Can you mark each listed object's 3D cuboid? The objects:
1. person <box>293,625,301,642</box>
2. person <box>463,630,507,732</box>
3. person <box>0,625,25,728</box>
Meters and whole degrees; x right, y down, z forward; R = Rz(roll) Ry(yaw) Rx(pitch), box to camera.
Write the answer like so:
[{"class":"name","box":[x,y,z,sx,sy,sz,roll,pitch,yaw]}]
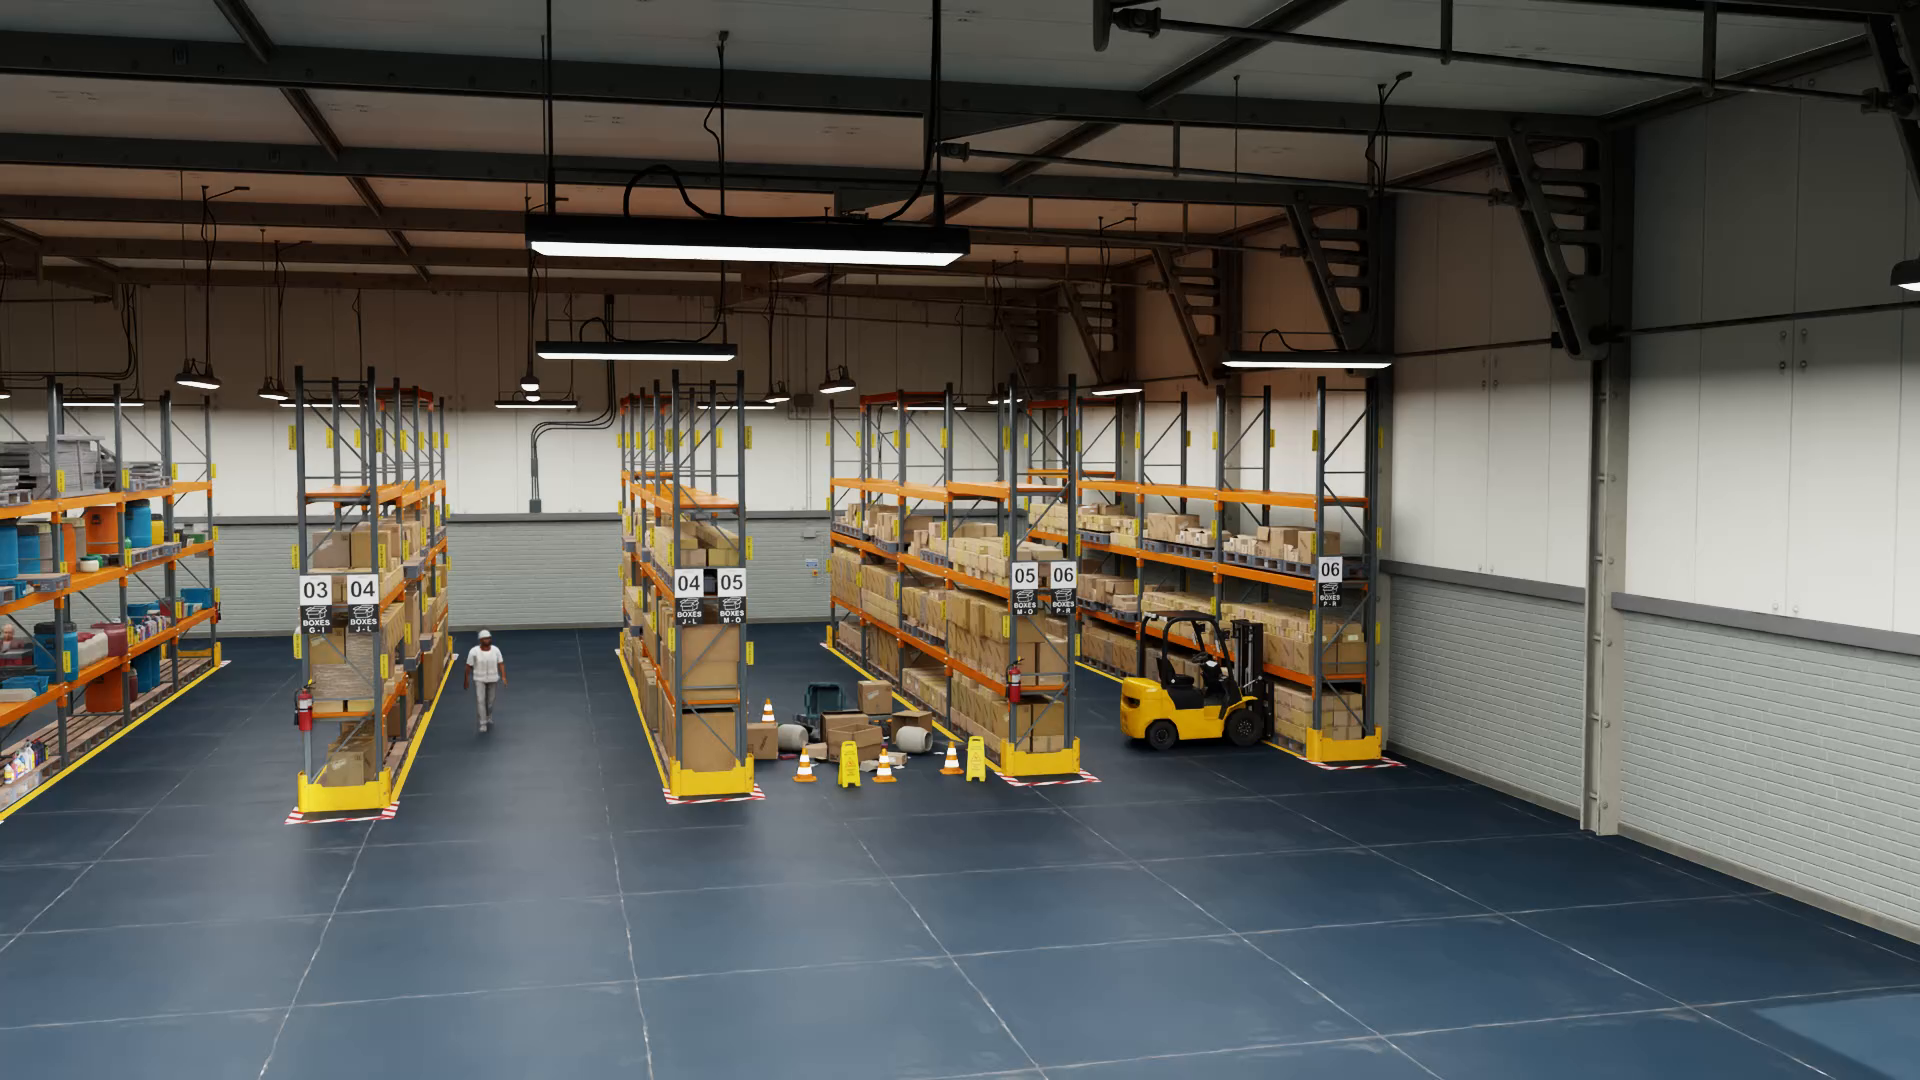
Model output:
[{"class":"person","box":[-12.802,2.206,32.862,0.618,1.680,0.736,0,3,-5]},{"class":"person","box":[-8.200,2.410,28.726,0.694,1.705,1.079,-1,4,-24]},{"class":"person","box":[-16.801,2.405,29.332,0.675,1.816,0.728,-1,4,-20]}]
